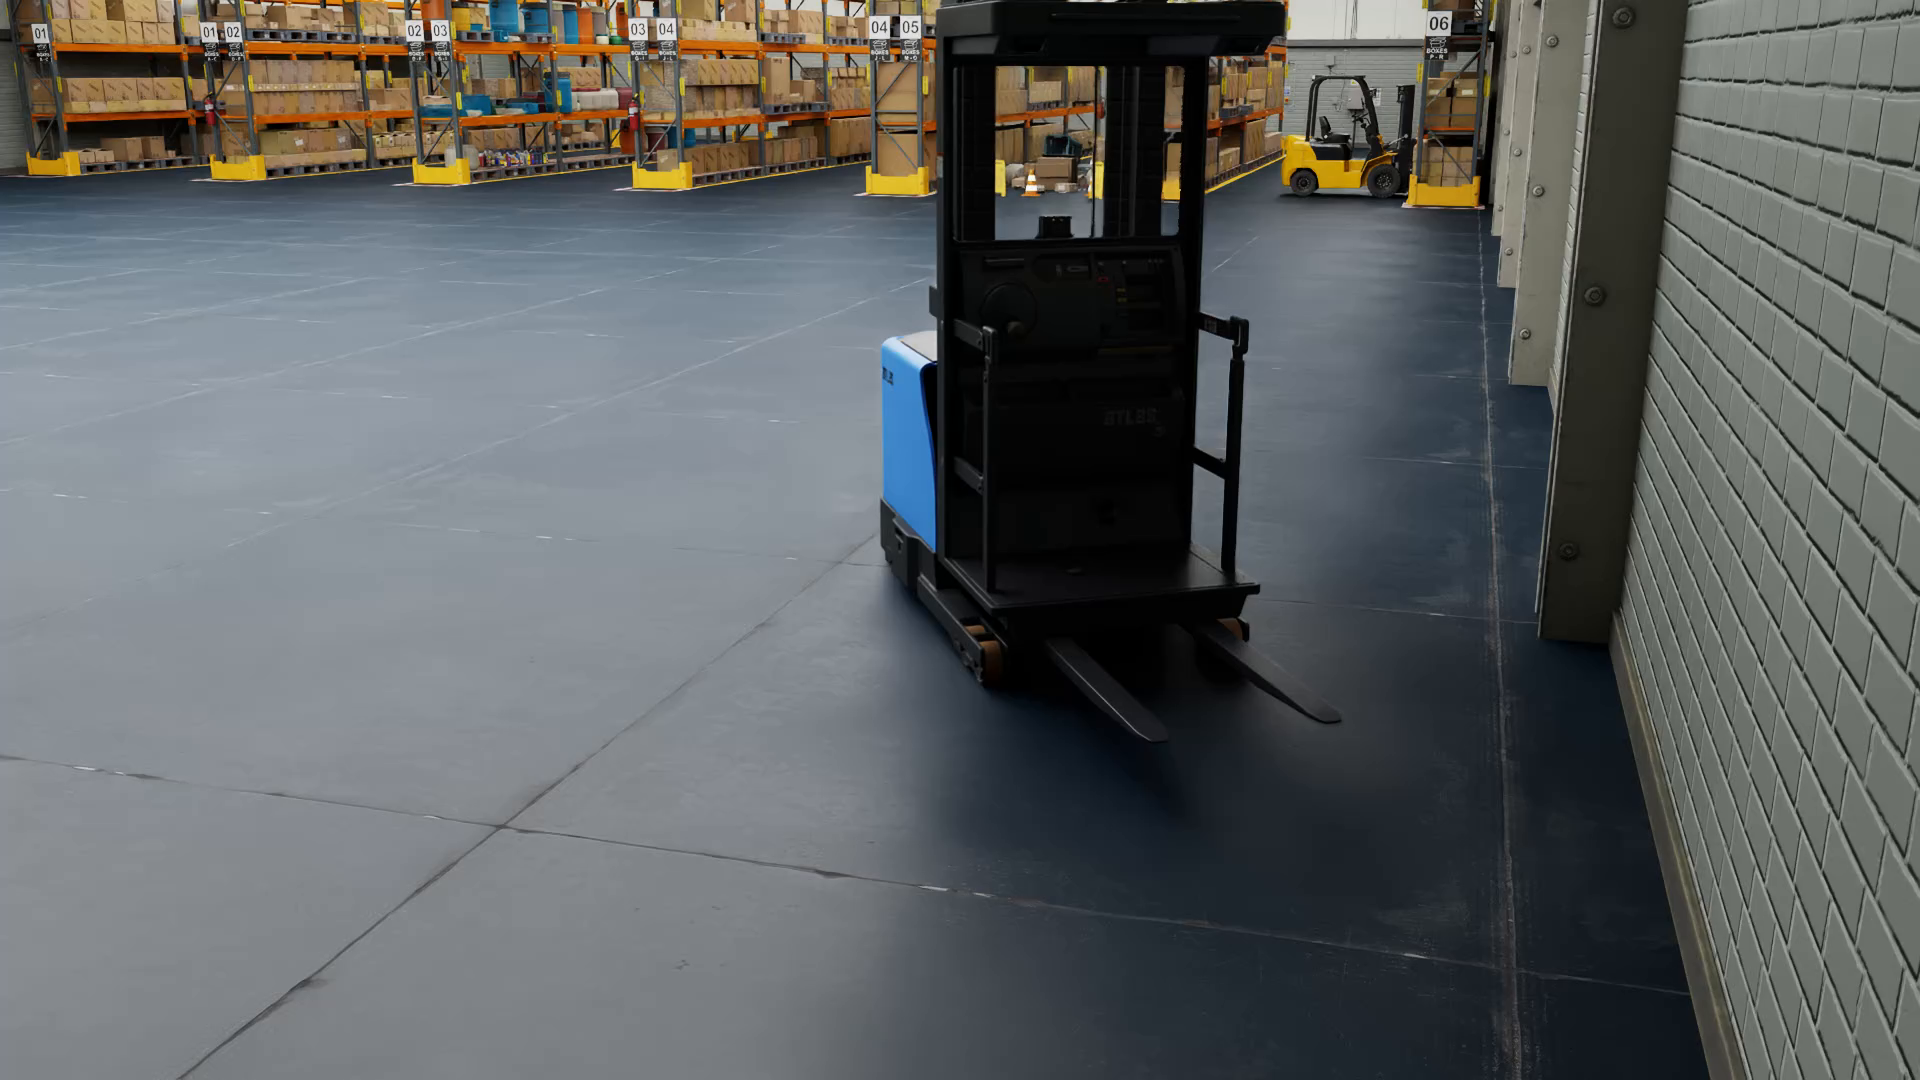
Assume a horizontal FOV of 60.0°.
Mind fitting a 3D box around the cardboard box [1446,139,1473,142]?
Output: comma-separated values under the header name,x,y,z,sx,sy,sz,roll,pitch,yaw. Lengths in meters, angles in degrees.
name,x,y,z,sx,sy,sz,roll,pitch,yaw
cardboard box,9.545,-7.507,31.737,0.500,0.250,0.500,5,17,17

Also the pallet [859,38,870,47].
name,x,y,z,sx,sy,sz,roll,pitch,yaw
pallet,-2.702,-12.643,42.262,0.805,0.209,1.217,4,16,14

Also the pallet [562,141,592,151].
name,x,y,z,sx,sy,sz,roll,pitch,yaw
pallet,-11.445,-11.463,48.358,1.003,0.211,1.213,5,16,16

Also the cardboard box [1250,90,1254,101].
name,x,y,z,sx,sy,sz,roll,pitch,yaw
cardboard box,6.405,-10.138,37.934,0.500,0.250,0.500,5,17,17

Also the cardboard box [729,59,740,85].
name,x,y,z,sx,sy,sz,roll,pitch,yaw
cardboard box,-4.910,-9.715,34.521,0.500,0.500,0.500,5,16,16

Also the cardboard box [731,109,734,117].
name,x,y,z,sx,sy,sz,roll,pitch,yaw
cardboard box,-4.944,-8.920,34.741,0.380,0.149,0.250,5,16,16

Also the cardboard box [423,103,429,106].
name,x,y,z,sx,sy,sz,roll,pitch,yaw
cardboard box,-13.431,-10.800,41.369,0.380,0.149,0.250,6,17,20

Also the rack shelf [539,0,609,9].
name,x,y,z,sx,sy,sz,roll,pitch,yaw
rack shelf,-11.417,-15.367,47.341,1.077,0.370,4.000,5,16,16

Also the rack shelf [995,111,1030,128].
name,x,y,z,sx,sy,sz,roll,pitch,yaw
rack shelf,0.533,-9.209,36.619,1.077,0.370,4.000,5,16,16

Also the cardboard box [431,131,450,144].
name,x,y,z,sx,sy,sz,roll,pitch,yaw
cardboard box,-13.176,-10.115,41.736,0.500,0.311,0.500,4,16,15

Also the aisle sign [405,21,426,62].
name,x,y,z,sx,sy,sz,roll,pitch,yaw
aisle sign,-10.953,-10.036,33.450,0.394,0.787,0.004,5,16,16

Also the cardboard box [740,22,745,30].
name,x,y,z,sx,sy,sz,roll,pitch,yaw
cardboard box,-4.729,-10.763,34.826,0.380,0.149,0.250,4,16,13

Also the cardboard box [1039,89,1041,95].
name,x,y,z,sx,sy,sz,roll,pitch,yaw
cardboard box,1.722,-10.686,39.653,0.380,0.149,0.250,5,16,16

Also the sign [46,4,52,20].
name,x,y,z,sx,sy,sz,roll,pitch,yaw
sign,-19.626,-11.370,35.821,0.100,0.325,0.005,5,16,16

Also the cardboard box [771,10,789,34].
name,x,y,z,sx,sy,sz,roll,pitch,yaw
cardboard box,-4.267,-11.500,36.920,0.797,0.503,0.637,5,17,18

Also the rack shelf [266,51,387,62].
name,x,y,z,sx,sy,sz,roll,pitch,yaw
rack shelf,-17.304,-13.262,45.411,1.077,0.370,4.000,5,16,16

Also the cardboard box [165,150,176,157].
name,x,y,z,sx,sy,sz,roll,pitch,yaw
cardboard box,-19.133,-9.302,40.013,0.380,0.166,0.250,2,16,9

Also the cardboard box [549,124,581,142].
name,x,y,z,sx,sy,sz,roll,pitch,yaw
cardboard box,-11.457,-11.808,48.231,0.797,0.503,0.637,5,16,16

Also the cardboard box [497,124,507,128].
name,x,y,z,sx,sy,sz,roll,pitch,yaw
cardboard box,-12.641,-11.306,45.093,0.500,0.250,0.500,5,16,16

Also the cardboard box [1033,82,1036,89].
name,x,y,z,sx,sy,sz,roll,pitch,yaw
cardboard box,1.566,-10.686,39.108,0.380,0.149,0.250,5,16,16

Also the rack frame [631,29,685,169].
name,x,y,z,sx,sy,sz,roll,pitch,yaw
rack frame,-5.899,-8.397,32.435,1.000,3.000,0.127,5,16,16

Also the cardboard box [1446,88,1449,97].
name,x,y,z,sx,sy,sz,roll,pitch,yaw
cardboard box,8.369,-7.849,29.133,0.380,0.149,0.250,5,17,17

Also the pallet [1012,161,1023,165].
name,x,y,z,sx,sy,sz,roll,pitch,yaw
pallet,0.805,-8.537,38.039,1.003,0.211,1.213,5,16,16

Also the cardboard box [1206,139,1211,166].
name,x,y,z,sx,sy,sz,roll,pitch,yaw
cardboard box,4.542,-7.472,32.071,0.500,0.500,0.500,6,17,19

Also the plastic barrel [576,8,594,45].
name,x,y,z,sx,sy,sz,roll,pitch,yaw
plastic barrel,-9.002,-12.154,39.399,0.600,0.830,0.708,5,16,16

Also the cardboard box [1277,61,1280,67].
name,x,y,z,sx,sy,sz,roll,pitch,yaw
cardboard box,8.087,-12.341,43.137,0.380,0.149,0.250,5,17,17

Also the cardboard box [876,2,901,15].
name,x,y,z,sx,sy,sz,roll,pitch,yaw
cardboard box,-1.301,-9.899,31.014,0.500,0.250,0.500,5,17,17

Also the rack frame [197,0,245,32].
name,x,y,z,sx,sy,sz,roll,pitch,yaw
rack frame,-15.396,-12.052,34.329,1.000,3.000,0.127,5,16,16

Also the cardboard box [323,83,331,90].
name,x,y,z,sx,sy,sz,roll,pitch,yaw
cardboard box,-14.422,-10.219,37.487,0.380,0.149,0.250,5,16,16

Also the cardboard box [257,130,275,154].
name,x,y,z,sx,sy,sz,roll,pitch,yaw
cardboard box,-15.259,-8.832,36.865,0.500,0.500,0.500,5,16,16

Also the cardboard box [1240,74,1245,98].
name,x,y,z,sx,sy,sz,roll,pitch,yaw
cardboard box,5.877,-9.838,36.018,0.500,0.500,0.500,4,16,15

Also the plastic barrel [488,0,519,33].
name,x,y,z,sx,sy,sz,roll,pitch,yaw
plastic barrel,-9.896,-11.461,36.055,0.600,0.901,0.708,5,16,16

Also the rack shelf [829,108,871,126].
name,x,y,z,sx,sy,sz,roll,pitch,yaw
rack shelf,-3.057,-10.667,41.757,1.077,0.370,4.000,5,16,16

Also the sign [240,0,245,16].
name,x,y,z,sx,sy,sz,roll,pitch,yaw
sign,-14.865,-11.023,34.451,0.100,0.325,0.005,5,16,16

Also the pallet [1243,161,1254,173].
name,x,y,z,sx,sy,sz,roll,pitch,yaw
pallet,6.172,-8.580,38.192,1.003,0.211,1.213,5,16,16

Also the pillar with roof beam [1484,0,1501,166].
name,x,y,z,sx,sy,sz,roll,pitch,yaw
pillar with roof beam,8.707,-13.716,40.195,9.100,9.000,0.400,5,16,16

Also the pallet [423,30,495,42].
name,x,y,z,sx,sy,sz,roll,pitch,yaw
pallet,-10.319,-10.342,34.142,1.003,0.211,1.213,5,16,16

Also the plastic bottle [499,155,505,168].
name,x,y,z,sx,sy,sz,roll,pitch,yaw
plastic bottle,-9.834,-8.130,35.689,0.097,0.271,0.097,0,16,0

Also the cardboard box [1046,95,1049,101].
name,x,y,z,sx,sy,sz,roll,pitch,yaw
cardboard box,1.948,-10.746,40.409,0.380,0.149,0.250,5,17,18

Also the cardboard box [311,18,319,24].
name,x,y,z,sx,sy,sz,roll,pitch,yaw
cardboard box,-14.808,-11.629,37.473,0.500,0.311,0.500,4,16,13

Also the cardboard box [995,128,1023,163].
name,x,y,z,sx,sy,sz,roll,pitch,yaw
cardboard box,0.842,-9.046,38.078,1.050,0.750,0.750,4,16,15

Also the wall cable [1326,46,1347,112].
name,x,y,z,sx,sy,sz,roll,pitch,yaw
wall cable,11.093,-13.673,49.176,0.588,1.984,0.122,5,16,16

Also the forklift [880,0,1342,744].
name,x,y,z,sx,sy,sz,roll,pitch,yaw
forklift,0.513,-0.978,6.406,1.130,2.935,3.031,-4,16,-15

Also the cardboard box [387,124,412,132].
name,x,y,z,sx,sy,sz,roll,pitch,yaw
cardboard box,-16.425,-11.876,48.512,0.700,0.500,0.500,5,17,17

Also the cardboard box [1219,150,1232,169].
name,x,y,z,sx,sy,sz,roll,pitch,yaw
cardboard box,5.283,-8.120,35.507,0.950,0.372,0.625,5,17,18

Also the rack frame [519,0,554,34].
name,x,y,z,sx,sy,sz,roll,pitch,yaw
rack frame,-9.511,-12.713,36.660,1.000,3.000,0.127,5,16,16

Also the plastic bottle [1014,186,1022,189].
name,x,y,z,sx,sy,sz,roll,pitch,yaw
plastic bottle,1.134,-6.907,32.570,0.133,0.061,0.283,-1,16,-3

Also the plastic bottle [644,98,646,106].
name,x,y,z,sx,sy,sz,roll,pitch,yaw
plastic bottle,-7.882,-10.928,41.596,0.097,0.271,0.097,0,16,0

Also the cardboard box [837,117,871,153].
name,x,y,z,sx,sy,sz,roll,pitch,yaw
cardboard box,-2.905,-10.313,42.316,1.225,0.875,0.875,4,16,14

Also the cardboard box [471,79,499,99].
name,x,y,z,sx,sy,sz,roll,pitch,yaw
cardboard box,-12.608,-11.907,43.858,0.700,0.500,0.500,8,18,26

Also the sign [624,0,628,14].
name,x,y,z,sx,sy,sz,roll,pitch,yaw
sign,-6.425,-10.314,32.075,0.100,0.325,0.005,5,16,16

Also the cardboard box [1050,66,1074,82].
name,x,y,z,sx,sy,sz,roll,pitch,yaw
cardboard box,2.600,-11.896,42.214,0.500,0.500,0.500,5,17,17

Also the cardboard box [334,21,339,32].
name,x,y,z,sx,sy,sz,roll,pitch,yaw
cardboard box,-17.391,-13.893,45.326,0.700,0.500,0.500,5,16,16
